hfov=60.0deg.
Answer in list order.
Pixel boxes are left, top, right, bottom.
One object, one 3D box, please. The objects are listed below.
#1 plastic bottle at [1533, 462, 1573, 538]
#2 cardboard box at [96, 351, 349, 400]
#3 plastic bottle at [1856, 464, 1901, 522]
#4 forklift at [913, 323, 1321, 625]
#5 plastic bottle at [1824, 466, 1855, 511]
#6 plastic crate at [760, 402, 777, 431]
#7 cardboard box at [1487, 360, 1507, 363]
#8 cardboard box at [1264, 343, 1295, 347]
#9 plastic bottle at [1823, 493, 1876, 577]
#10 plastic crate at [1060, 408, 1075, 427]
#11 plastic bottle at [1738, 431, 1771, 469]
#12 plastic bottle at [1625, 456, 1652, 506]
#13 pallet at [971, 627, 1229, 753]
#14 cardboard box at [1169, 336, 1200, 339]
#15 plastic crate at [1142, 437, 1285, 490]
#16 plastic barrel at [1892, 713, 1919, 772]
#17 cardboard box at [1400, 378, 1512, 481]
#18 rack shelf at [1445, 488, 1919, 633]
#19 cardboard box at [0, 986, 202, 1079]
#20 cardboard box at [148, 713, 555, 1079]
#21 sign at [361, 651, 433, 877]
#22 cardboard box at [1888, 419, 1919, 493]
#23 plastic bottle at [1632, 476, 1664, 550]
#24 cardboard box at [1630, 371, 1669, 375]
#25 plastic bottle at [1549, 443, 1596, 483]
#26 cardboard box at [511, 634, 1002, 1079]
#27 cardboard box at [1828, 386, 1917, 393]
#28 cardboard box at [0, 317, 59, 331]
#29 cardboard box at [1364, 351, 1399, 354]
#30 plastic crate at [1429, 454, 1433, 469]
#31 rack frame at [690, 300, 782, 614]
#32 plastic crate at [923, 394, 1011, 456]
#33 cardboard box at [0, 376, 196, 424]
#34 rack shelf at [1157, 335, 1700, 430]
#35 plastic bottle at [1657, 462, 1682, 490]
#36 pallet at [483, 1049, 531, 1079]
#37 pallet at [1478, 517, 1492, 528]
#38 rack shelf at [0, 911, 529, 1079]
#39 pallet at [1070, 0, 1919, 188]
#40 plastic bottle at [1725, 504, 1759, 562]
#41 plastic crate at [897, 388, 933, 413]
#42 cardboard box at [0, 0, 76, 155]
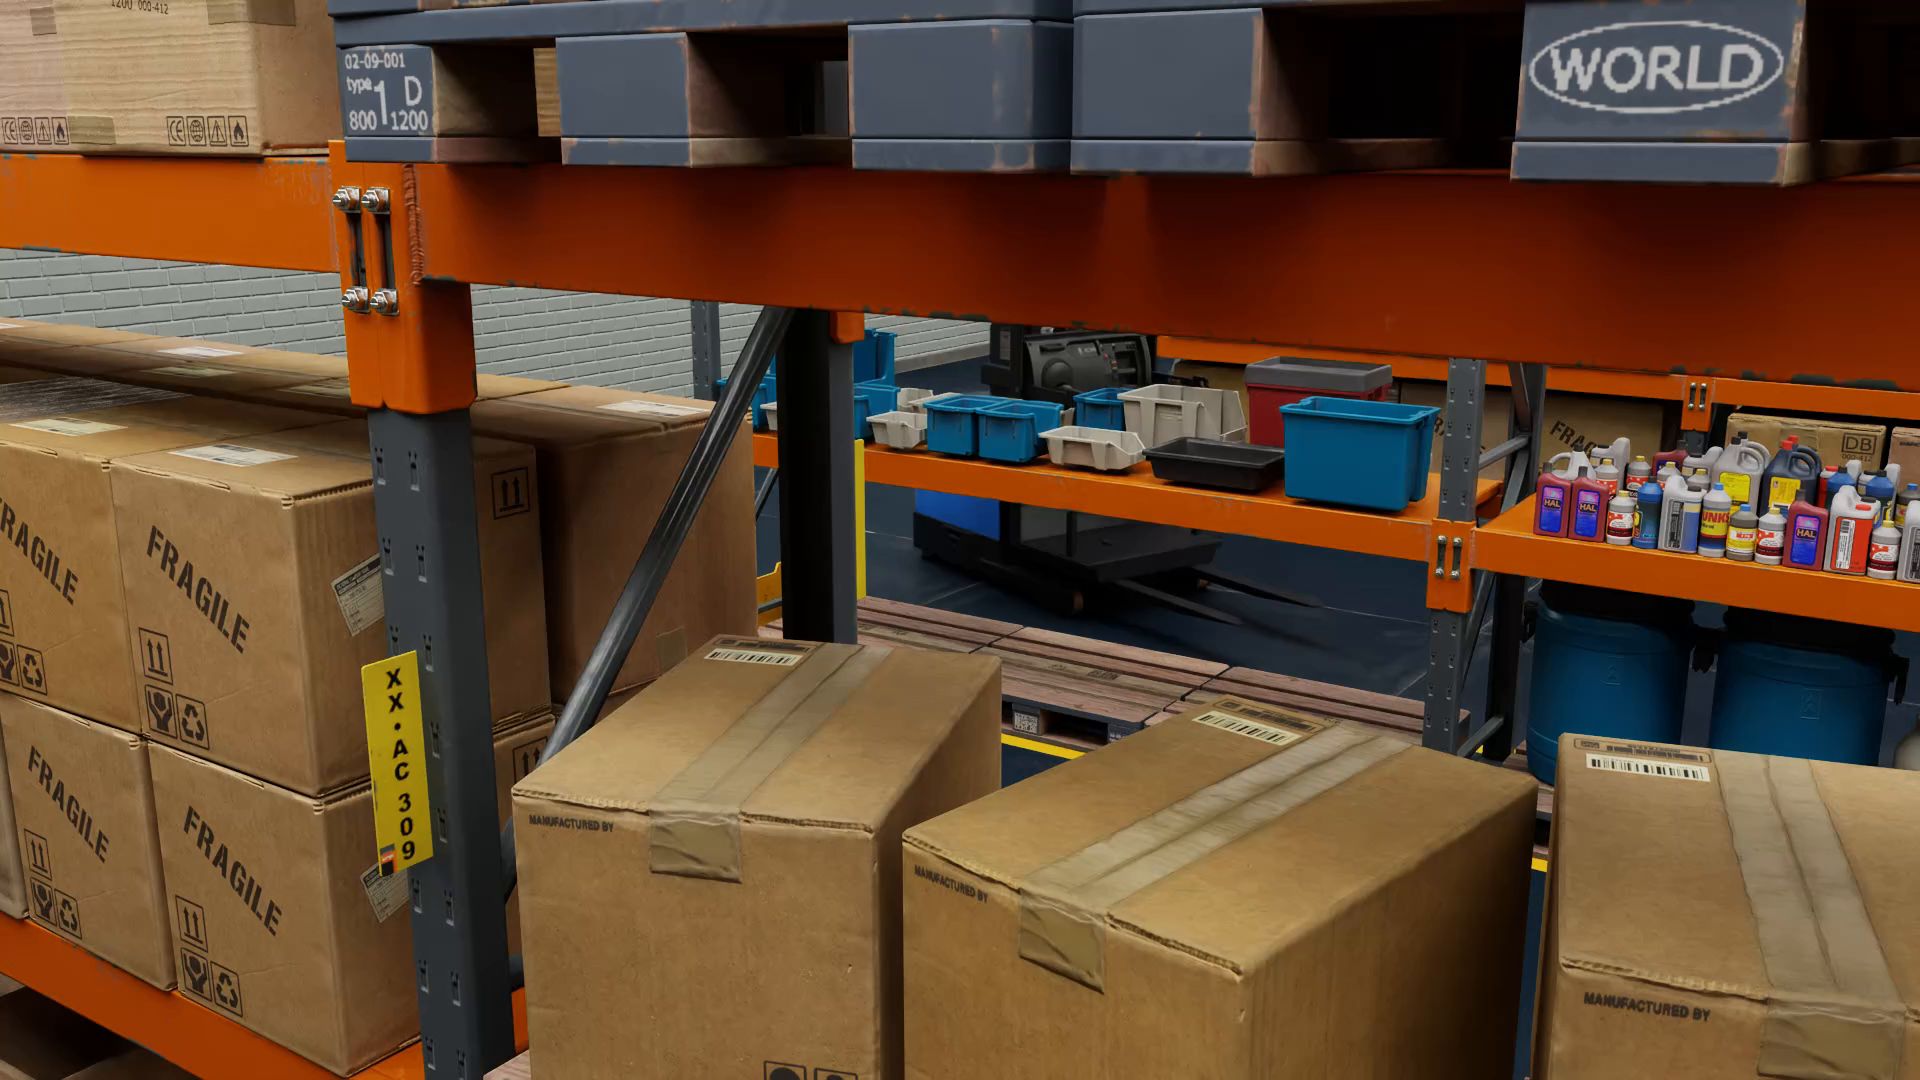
[{"bbox_3d":[2.306,-0.156,6.453,0.133,0.283,0.061,9,17,33],"label":"plastic bottle"},{"bbox_3d":[-1.616,-0.151,3.901,0.500,0.500,0.500,9,16,31],"label":"cardboard box"},{"bbox_3d":[3.580,-0.163,6.499,0.135,0.276,0.152,9,17,33],"label":"plastic bottle"},{"bbox_3d":[0.924,-1.095,10.147,1.130,2.935,3.031,-9,17,-33],"label":"forklift"},{"bbox_3d":[3.415,-0.152,6.462,0.097,0.271,0.097,0,14,0],"label":"plastic bottle"},{"bbox_3d":[-0.838,-0.626,8.534,0.298,0.136,0.250,9,17,33],"label":"plastic crate"},{"bbox_3d":[3.714,-1.326,11.460,0.250,0.149,0.380,10,17,34],"label":"cardboard box"},{"bbox_3d":[2.439,-1.532,12.293,0.250,0.149,0.380,9,16,32],"label":"cardboard box"},{"bbox_3d":[3.180,-0.024,5.937,0.135,0.276,0.152,9,17,33],"label":"plastic bottle"},{"bbox_3d":[0.432,-0.601,8.432,0.250,0.136,0.298,9,17,33],"label":"plastic crate"},{"bbox_3d":[3.185,-0.265,6.753,0.185,0.351,0.144,9,17,33],"label":"plastic bottle"},{"bbox_3d":[2.859,-0.252,7.011,0.097,0.201,0.097,0,14,0],"label":"plastic bottle"},{"bbox_3d":[0.592,0.753,8.344,1.213,0.211,1.003,9,17,33],"label":"pallet"},{"bbox_3d":[1.795,-1.635,12.710,0.250,0.149,0.380,9,17,33],"label":"cardboard box"},{"bbox_3d":[1.161,-0.339,7.397,0.590,0.125,0.437,9,17,33],"label":"plastic crate"},{"bbox_3d":[3.688,0.922,6.160,0.421,0.512,0.421,0,14,0],"label":"plastic barrel"},{"bbox_3d":[3.754,-0.732,12.085,0.875,0.875,0.875,9,17,33],"label":"cardboard box"},{"bbox_3d":[3.899,0.271,5.984,4.000,0.370,1.077,9,17,33],"label":"rack shelf"},{"bbox_3d":[-2.090,1.388,4.254,0.637,0.503,0.797,9,17,33],"label":"cardboard box"},{"bbox_3d":[-1.086,0.576,3.046,0.500,0.500,0.500,10,17,34],"label":"cardboard box"},{"bbox_3d":[-0.824,0.329,2.448,0.005,0.325,0.100,9,17,33],"label":"sign"},{"bbox_3d":[6.288,-0.305,10.362,0.875,0.875,1.225,9,16,31],"label":"cardboard box"},{"bbox_3d":[2.603,-0.107,6.282,0.097,0.271,0.097,0,14,0],"label":"plastic bottle"},{"bbox_3d":[4.568,-1.188,10.902,0.250,0.149,0.380,9,17,33],"label":"cardboard box"},{"bbox_3d":[2.385,-0.206,6.514,0.185,0.351,0.144,9,17,33],"label":"plastic bottle"},{"bbox_3d":[-0.260,0.496,2.494,0.500,0.500,0.700,4,14,14],"label":"cardboard box"},{"bbox_3d":[5.664,-1.204,10.237,0.500,0.500,0.500,9,17,33],"label":"cardboard box"},{"bbox_3d":[-2.904,-0.357,4.736,0.500,0.500,0.500,10,17,34],"label":"cardboard box"},{"bbox_3d":[3.072,-1.429,11.878,0.250,0.149,0.380,9,16,31],"label":"cardboard box"},{"bbox_3d":[1.933,-0.339,7.373,0.243,0.136,0.396,9,17,33],"label":"plastic crate"},{"bbox_3d":[-1.079,-0.883,9.148,0.127,3.000,1.000,9,17,33],"label":"rack frame"},{"bbox_3d":[0.034,-0.556,8.049,0.300,0.233,0.416,9,17,33],"label":"plastic crate"},{"bbox_3d":[-1.937,-0.045,3.476,0.500,0.500,0.500,9,17,33],"label":"cardboard box"},{"bbox_3d":[3.345,-1.253,12.141,4.000,0.370,1.077,9,17,33],"label":"rack shelf"},{"bbox_3d":[2.935,-0.222,6.890,0.097,0.201,0.097,0,14,0],"label":"plastic bottle"},{"bbox_3d":[0.074,0.863,2.496,1.213,0.211,1.003,9,17,33],"label":"pallet"},{"bbox_3d":[4.417,-0.098,11.781,1.213,0.211,1.003,9,17,33],"label":"pallet"},{"bbox_3d":[-2.187,0.721,4.164,4.000,0.370,1.077,9,17,33],"label":"rack shelf"},{"bbox_3d":[0.836,-0.484,1.687,1.003,0.211,1.213,9,17,33],"label":"pallet"},{"bbox_3d":[2.877,-0.029,6.112,0.097,0.201,0.097,0,14,0],"label":"plastic bottle"},{"bbox_3d":[-0.302,-0.711,8.877,0.243,0.136,0.396,9,17,33],"label":"plastic crate"},{"bbox_3d":[-1.489,-0.824,2.980,0.500,0.250,0.500,9,17,33],"label":"cardboard box"}]
